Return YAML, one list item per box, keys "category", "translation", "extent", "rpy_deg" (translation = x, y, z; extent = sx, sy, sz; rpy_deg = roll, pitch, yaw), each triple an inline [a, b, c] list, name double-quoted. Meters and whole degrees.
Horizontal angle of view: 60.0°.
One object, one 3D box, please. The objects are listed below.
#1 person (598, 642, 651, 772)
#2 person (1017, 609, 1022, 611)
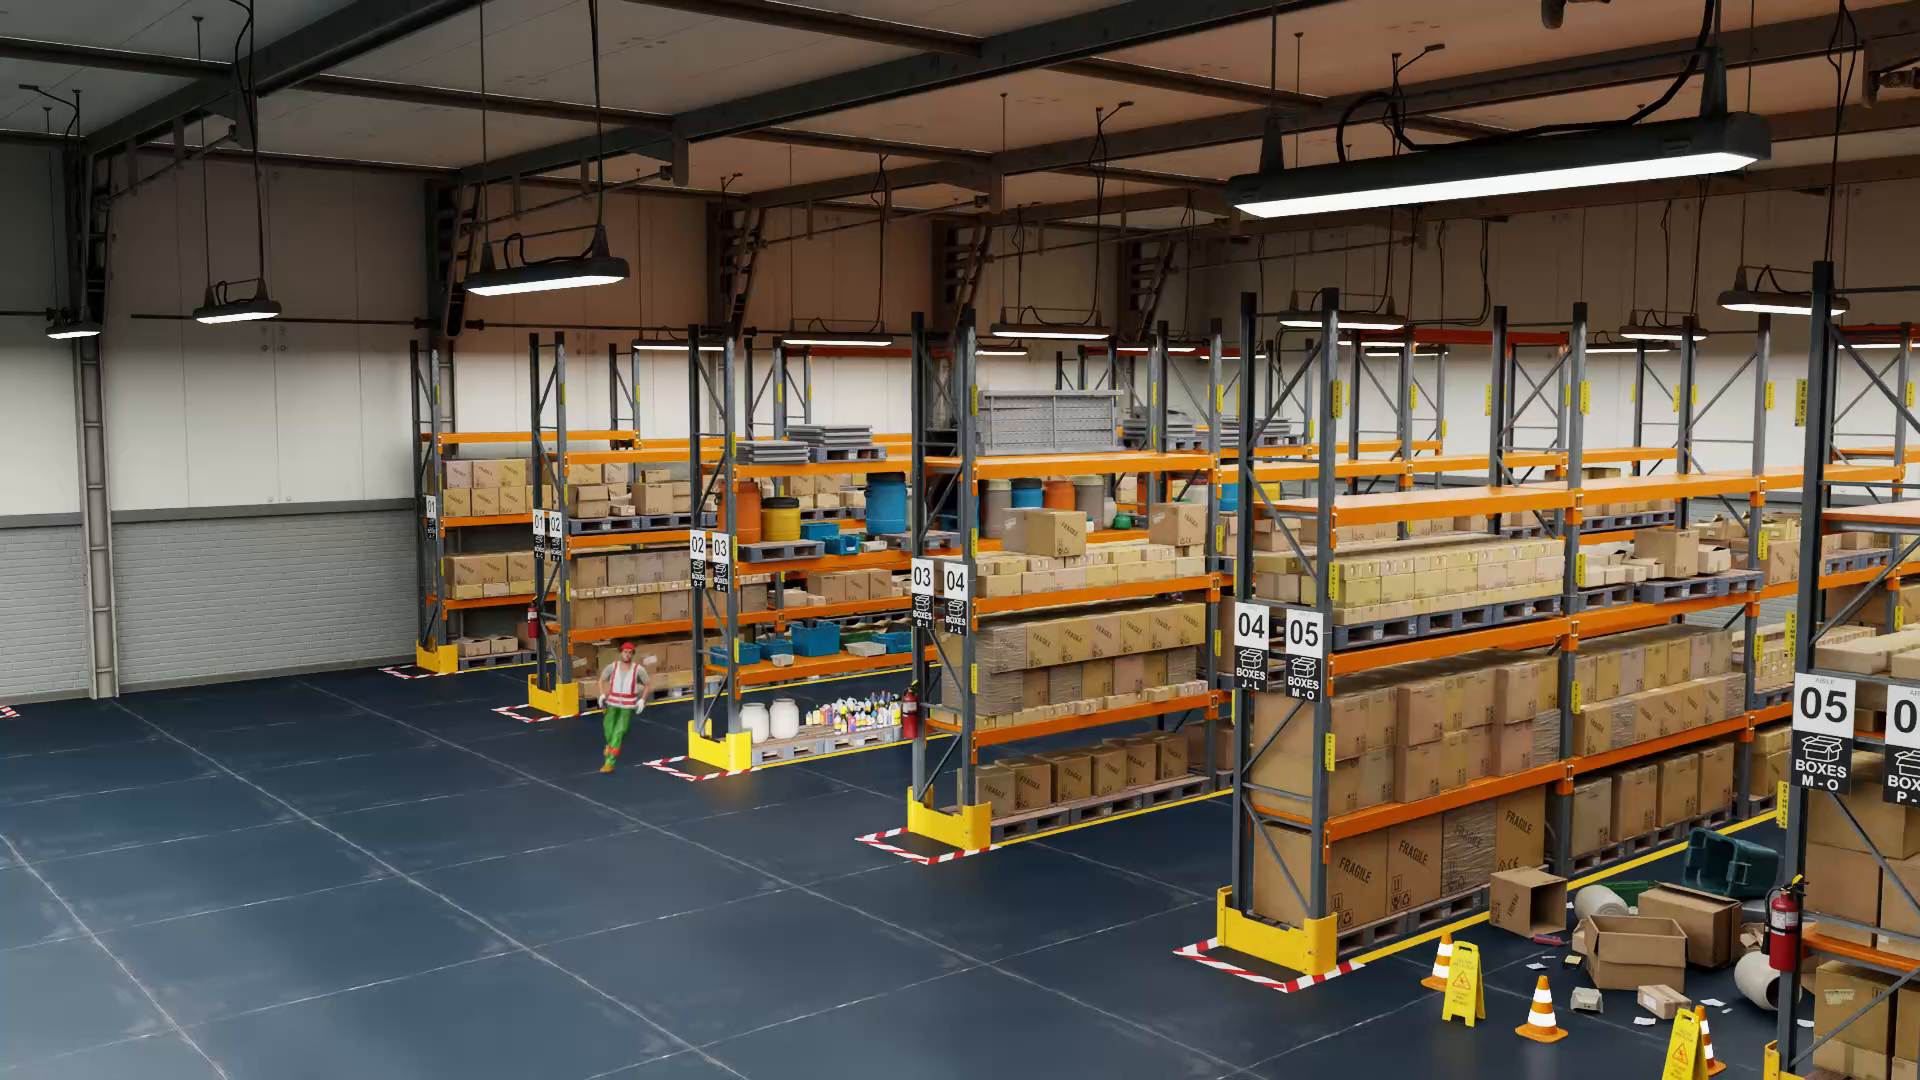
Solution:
- category: "person"
  translation: [-4.532, 2.235, 22.416]
  extent: [0.705, 1.716, 0.674]
  rpy_deg: [0, 5, -2]
- category: "person"
  translation: [1.234, 1.624, 29.764]
  extent: [0.607, 1.583, 0.551]
  rpy_deg: [4, 7, 38]
